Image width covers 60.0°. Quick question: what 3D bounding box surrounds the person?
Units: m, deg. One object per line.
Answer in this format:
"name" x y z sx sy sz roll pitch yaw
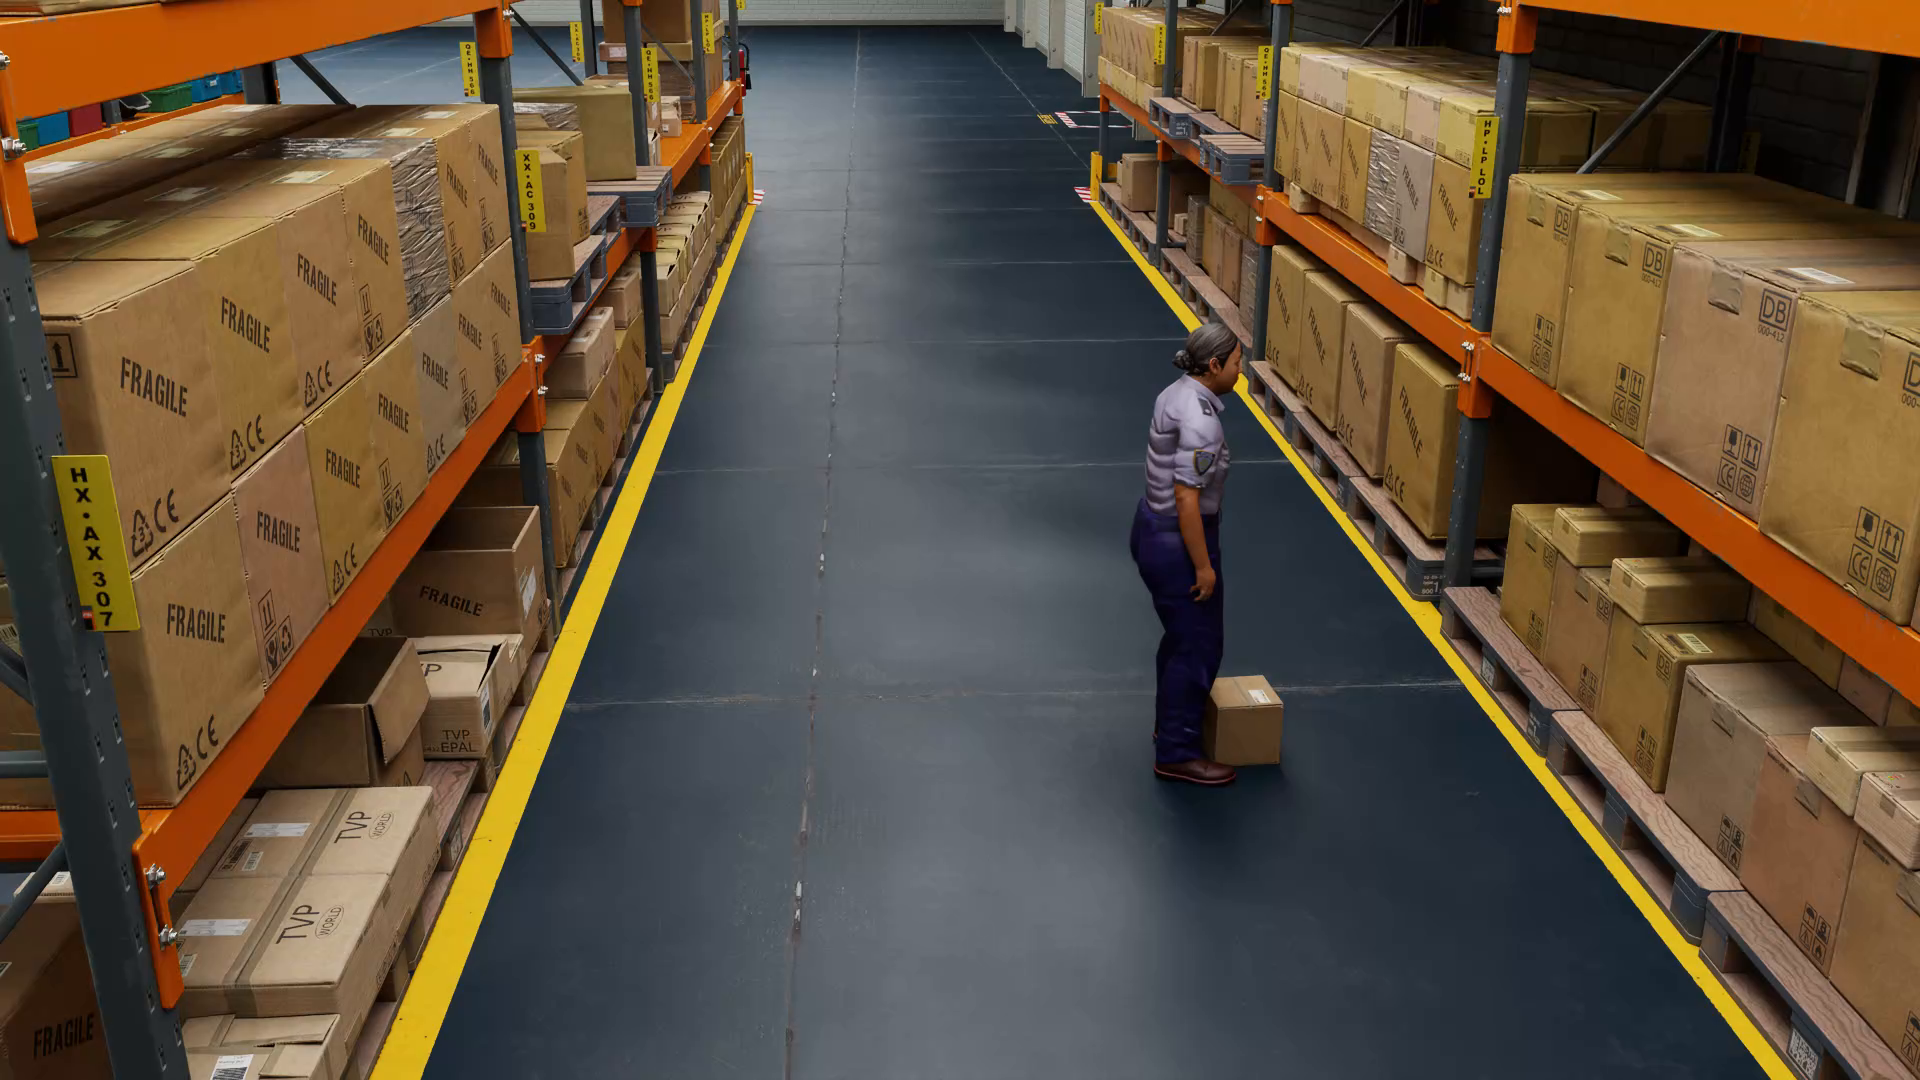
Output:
"person" 0.836 0.034 5.998 0.420 1.651 0.537 -1 21 -3
